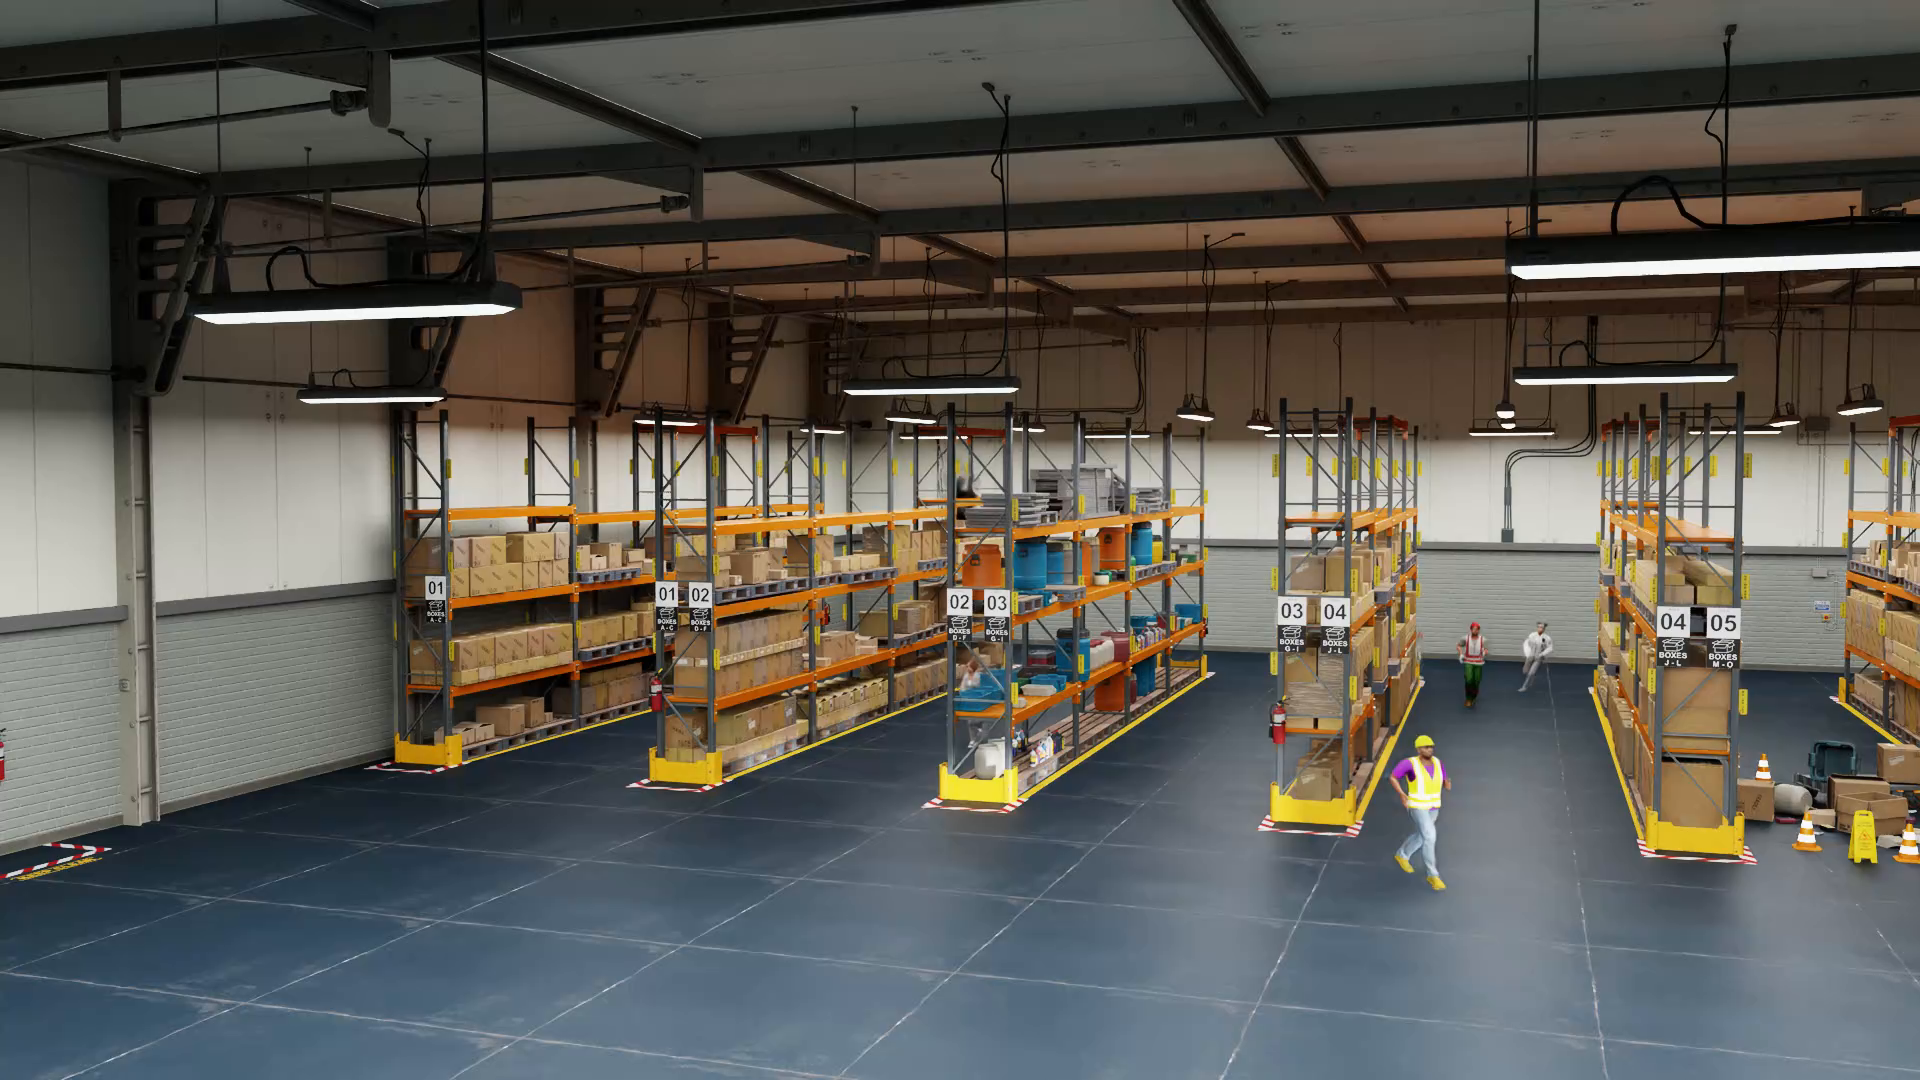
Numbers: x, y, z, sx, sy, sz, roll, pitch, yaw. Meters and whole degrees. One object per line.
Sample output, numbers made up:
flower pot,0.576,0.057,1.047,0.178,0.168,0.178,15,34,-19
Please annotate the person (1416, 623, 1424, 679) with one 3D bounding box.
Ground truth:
person,10.654,2.450,39.583,0.718,1.728,0.741,2,3,32

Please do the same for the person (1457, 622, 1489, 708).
person,10.757,2.624,34.817,0.632,1.804,0.721,0,2,10

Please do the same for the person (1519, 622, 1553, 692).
person,12.931,2.610,37.268,0.677,1.589,0.576,2,3,33

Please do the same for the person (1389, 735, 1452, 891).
person,5.621,3.249,20.124,0.667,1.794,0.891,-1,3,-28

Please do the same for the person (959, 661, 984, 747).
person,0.257,2.950,29.941,0.561,1.564,0.608,1,3,24
